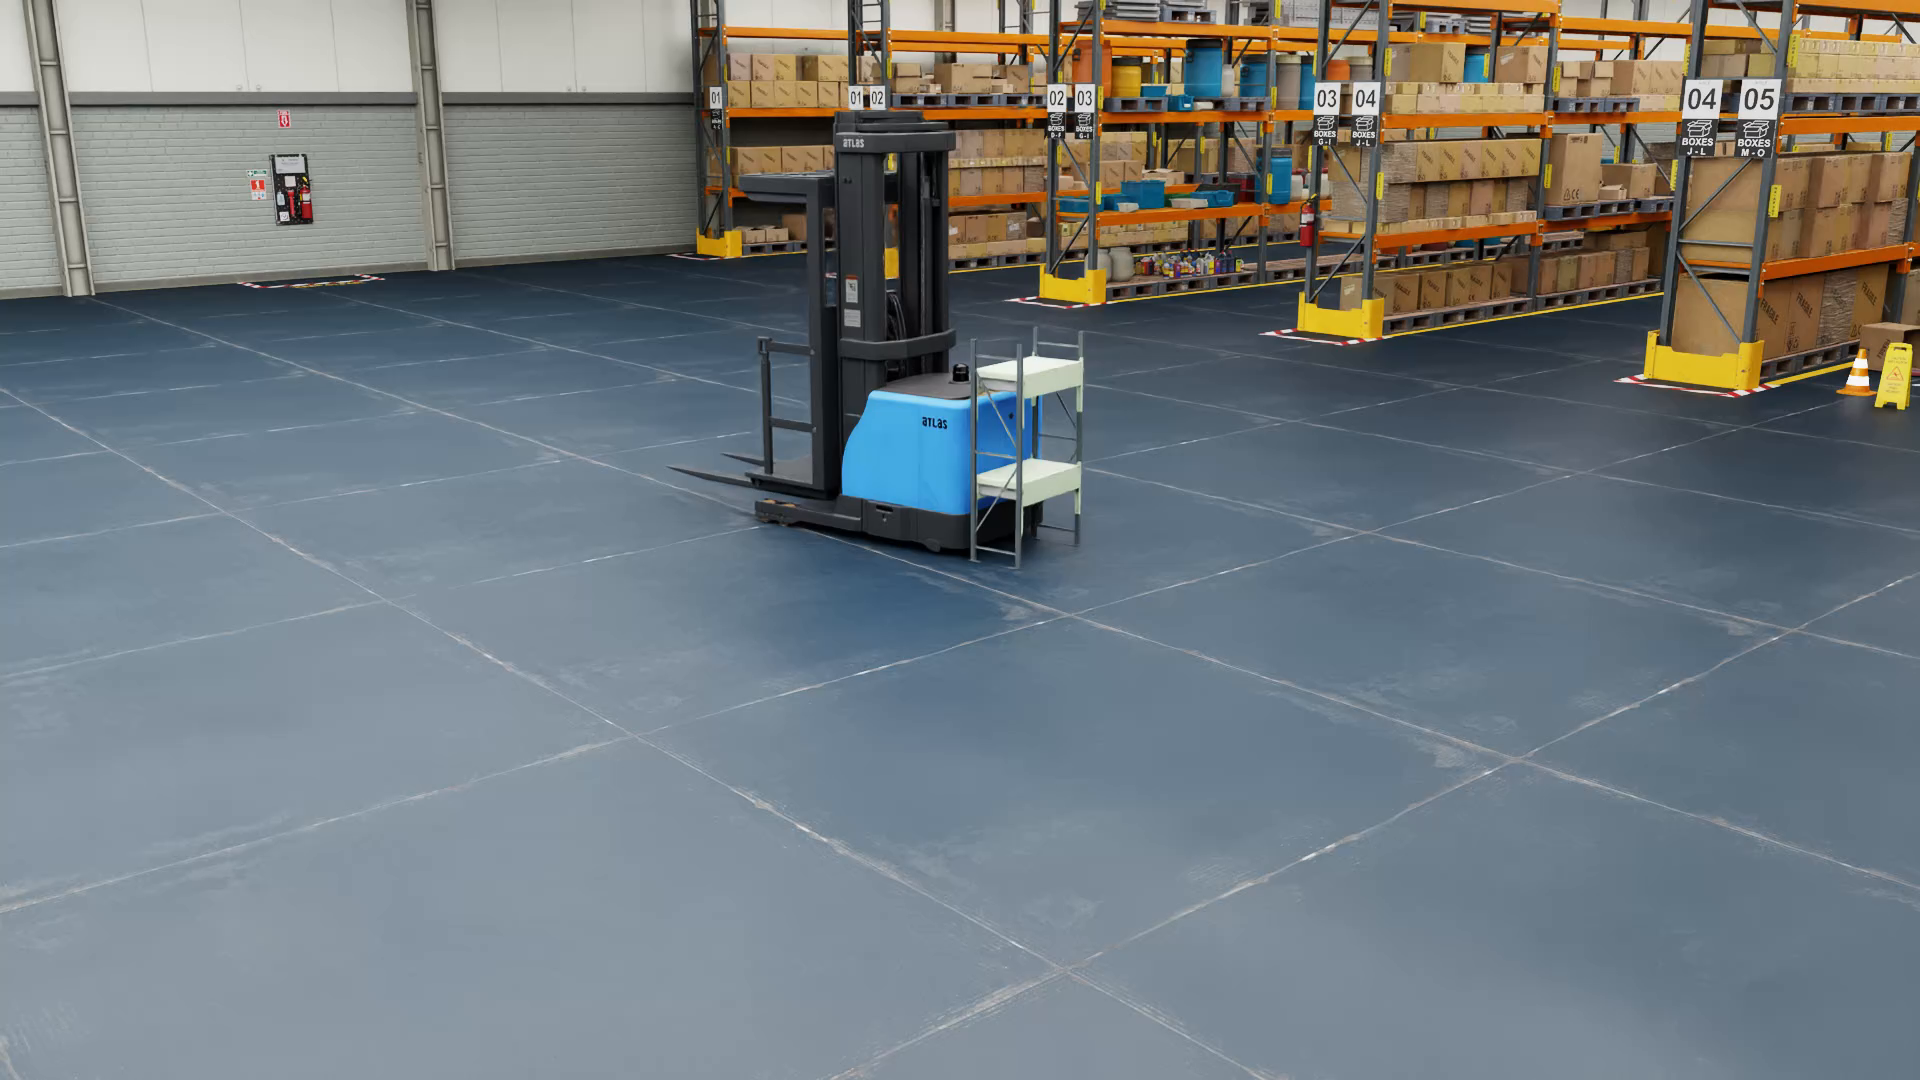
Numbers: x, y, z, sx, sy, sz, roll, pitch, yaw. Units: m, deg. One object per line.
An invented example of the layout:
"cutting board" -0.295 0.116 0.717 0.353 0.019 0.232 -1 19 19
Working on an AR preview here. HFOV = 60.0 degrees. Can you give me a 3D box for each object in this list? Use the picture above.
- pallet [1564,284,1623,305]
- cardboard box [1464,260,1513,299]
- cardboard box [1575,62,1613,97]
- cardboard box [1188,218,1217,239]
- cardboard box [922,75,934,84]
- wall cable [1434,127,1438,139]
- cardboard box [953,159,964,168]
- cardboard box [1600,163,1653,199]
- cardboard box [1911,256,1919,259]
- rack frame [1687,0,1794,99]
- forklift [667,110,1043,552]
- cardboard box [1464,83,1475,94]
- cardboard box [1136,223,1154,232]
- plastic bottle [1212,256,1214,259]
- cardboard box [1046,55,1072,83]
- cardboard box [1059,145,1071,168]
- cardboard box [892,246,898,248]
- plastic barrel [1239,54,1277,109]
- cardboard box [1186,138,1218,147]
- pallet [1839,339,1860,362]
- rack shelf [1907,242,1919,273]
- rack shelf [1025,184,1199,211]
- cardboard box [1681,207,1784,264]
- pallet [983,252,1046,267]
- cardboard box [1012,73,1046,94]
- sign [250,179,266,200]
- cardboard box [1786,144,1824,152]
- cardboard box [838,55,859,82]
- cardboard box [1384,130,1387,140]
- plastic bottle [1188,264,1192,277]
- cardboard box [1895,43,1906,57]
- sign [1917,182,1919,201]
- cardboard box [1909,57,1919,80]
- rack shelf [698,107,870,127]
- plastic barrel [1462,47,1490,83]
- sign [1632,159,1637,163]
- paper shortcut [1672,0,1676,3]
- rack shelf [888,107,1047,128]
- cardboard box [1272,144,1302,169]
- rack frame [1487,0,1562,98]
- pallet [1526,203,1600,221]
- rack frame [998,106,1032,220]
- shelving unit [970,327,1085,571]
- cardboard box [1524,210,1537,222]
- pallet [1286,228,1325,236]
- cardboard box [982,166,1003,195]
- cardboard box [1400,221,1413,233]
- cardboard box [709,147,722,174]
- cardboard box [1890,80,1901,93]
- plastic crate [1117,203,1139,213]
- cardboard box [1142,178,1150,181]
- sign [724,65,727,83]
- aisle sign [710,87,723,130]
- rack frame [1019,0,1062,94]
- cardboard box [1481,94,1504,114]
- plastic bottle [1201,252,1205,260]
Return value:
"pallet" 9.478 -3.839 25.714 1.213 0.211 1.003 -13 19 -39
"cardboard box" 7.643 -3.782 24.125 0.500 0.500 0.500 -13 20 -41
"cardboard box" 9.101 -6.769 24.451 0.637 0.503 0.797 -12 19 -37
"cardboard box" 5.019 -6.480 34.187 0.500 0.500 0.500 -12 19 -37
"cardboard box" -0.432 -8.115 29.594 0.500 0.311 0.500 -10 18 -33
"wall cable" 11.770 -12.059 45.475 0.112 2.526 3.097 -13 19 -39
"cardboard box" -0.139 -6.703 29.581 0.250 0.149 0.380 -13 20 -40
"cardboard box" 10.252 -5.562 25.753 0.500 0.500 0.700 -9 18 -31
"cardboard box" 12.992 -3.423 22.298 0.750 0.750 1.050 -12 19 -39
"rack frame" 8.133 -6.085 17.091 0.127 3.000 1.000 -13 19 -39
"forklift" -0.890 -1.614 12.111 3.031 2.935 1.130 11 18 35
"cardboard box" 6.663 -6.052 22.299 0.250 0.149 0.380 -14 20 -41
"cardboard box" 3.484 -6.288 32.905 0.500 0.311 0.500 -13 20 -40
"plastic bottle" 4.162 -4.534 27.338 0.135 0.276 0.152 -13 19 -39
"cardboard box" 1.962 -8.814 31.147 0.500 0.500 0.500 -12 19 -39
"cardboard box" 2.169 -8.738 37.842 0.500 0.500 0.500 -12 19 -38
"cardboard box" -0.996 -5.020 29.246 0.500 0.250 0.500 -13 19 -39
"plastic barrel" 4.961 -7.630 27.720 0.708 0.901 0.600 -13 19 -39
"cardboard box" 5.768 -9.576 41.206 0.700 0.700 0.980 -14 20 -42
"pallet" 10.525 -2.403 20.337 1.213 0.211 1.003 -13 19 -39
"rack shelf" 12.659 -3.855 21.764 4.000 0.370 1.077 -13 19 -39
"rack shelf" 2.979 -6.767 32.665 4.000 0.370 1.077 -13 19 -39
"cardboard box" 8.383 -3.330 18.115 0.550 0.550 0.875 -13 19 -39
"pallet" 0.843 -5.302 31.190 1.213 0.211 1.003 -13 19 -39
"cardboard box" 1.555 -10.219 37.335 0.700 0.500 0.500 14 21 43
"sign" -11.742 -5.865 27.825 0.234 0.329 0.001 -13 19 -39
"cardboard box" 14.911 -6.749 29.463 0.500 0.500 0.500 -13 19 -39
"cardboard box" -2.393 -9.497 33.508 0.500 0.500 0.500 -11 19 -36
"cardboard box" 9.212 -8.949 37.311 0.500 0.500 0.500 -12 19 -38
"plastic bottle" 3.683 -4.332 26.725 0.097 0.201 0.097 0 15 0
"cardboard box" 10.514 -5.576 18.936 0.250 0.149 0.380 -12 19 -38
"sign" 11.516 -4.212 19.877 0.005 0.325 0.100 -13 19 -39
"cardboard box" 10.948 -5.502 19.430 0.500 0.250 0.500 -13 20 -40
"rack shelf" -3.293 -8.502 33.349 4.000 0.370 1.077 -13 19 -39
"plastic barrel" 9.567 -8.741 31.065 0.708 0.901 0.600 -13 19 -39
"sign" 14.145 -7.818 34.890 0.005 0.325 0.100 -13 19 -39
"paper shortcut" 11.640 -8.816 27.046 0.009 0.170 0.078 30 0 42
"rack shelf" -0.038 -7.538 29.741 4.000 0.370 1.077 -13 19 -39
"cardboard box" 7.002 -8.345 36.173 0.700 0.500 0.500 8 17 28
"rack frame" 7.971 -7.745 23.307 0.127 3.000 1.000 -13 19 -39
"pallet" 8.643 -4.855 24.485 1.213 0.211 1.003 -13 19 -39
"rack frame" 1.234 -8.417 37.449 0.127 3.000 1.000 -13 19 -39
"shelving unit" 0.454 -0.630 11.202 0.431 1.500 0.755 11 18 35
"cardboard box" 8.002 -4.631 23.763 0.250 0.149 0.380 -13 19 -39
"pallet" 8.024 -6.900 37.172 1.213 0.211 1.003 -13 19 -39
"cardboard box" 0.365 -6.573 30.350 0.500 0.500 0.700 -12 19 -39
"cardboard box" 5.724 -4.127 21.876 0.250 0.149 0.380 -13 19 -39
"cardboard box" -4.585 -7.483 32.749 0.500 0.500 0.500 -13 20 -40
"cardboard box" 10.509 -5.189 19.030 0.250 0.149 0.380 -13 19 -39
"plastic crate" 2.588 -5.095 25.522 0.250 0.136 0.298 -13 19 -39
"cardboard box" 3.563 -7.105 33.023 0.250 0.149 0.380 -11 18 -35
"sign" -4.445 -8.828 31.480 0.005 0.325 0.100 -13 19 -39
"aisle sign" -4.659 -8.247 31.775 0.004 0.787 0.394 -13 19 -39
"rack frame" 1.471 -9.674 30.530 0.127 3.000 1.000 -13 19 -39
"cardboard box" 7.016 -5.921 22.584 0.500 0.250 0.500 -13 20 -40
"plastic bottle" 4.036 -4.662 27.800 0.133 0.283 0.061 -13 19 -39
